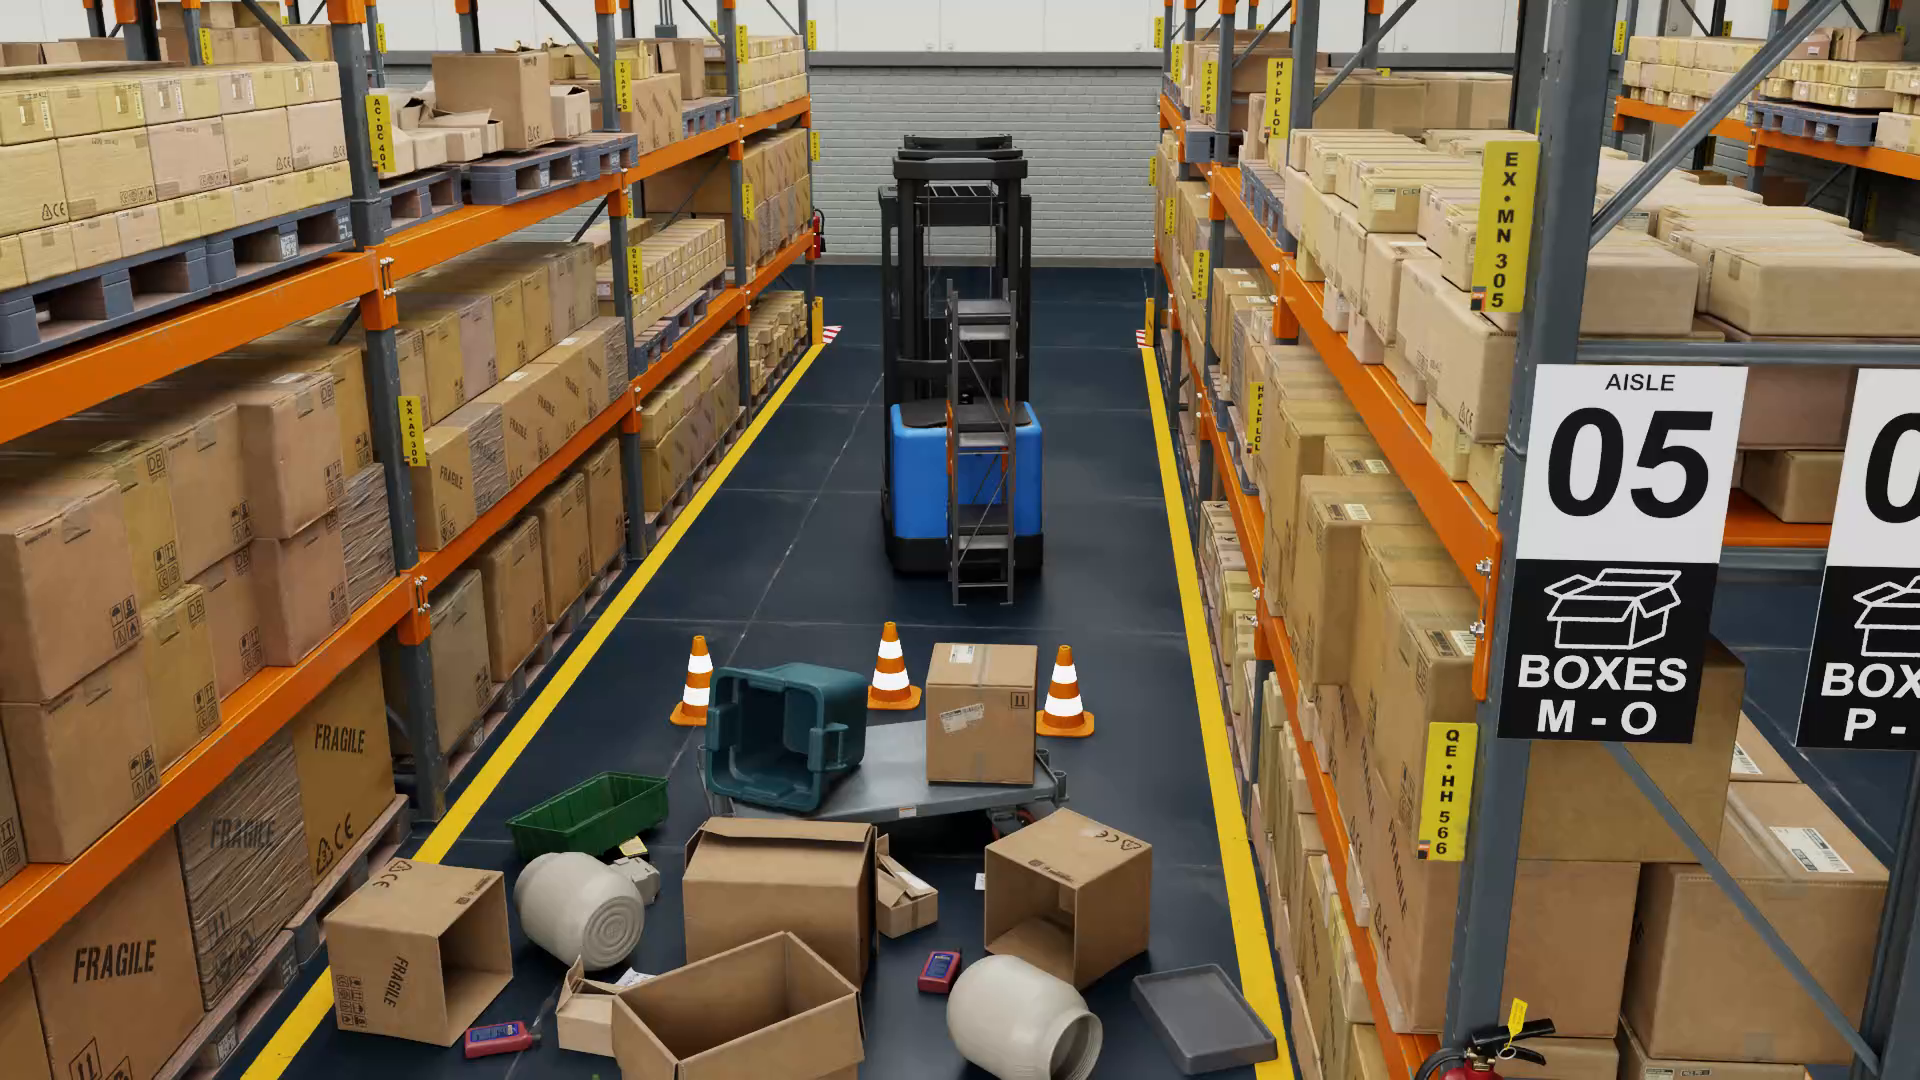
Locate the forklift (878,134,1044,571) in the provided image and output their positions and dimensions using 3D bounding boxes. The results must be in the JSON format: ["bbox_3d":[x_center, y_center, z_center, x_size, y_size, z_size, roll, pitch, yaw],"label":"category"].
[{"bbox_3d":[-0.046,-1.586,12.556,1.130,2.935,3.031,-1,18,-4],"label":"forklift"}]

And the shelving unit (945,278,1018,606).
[{"bbox_3d":[0.135,-0.639,11.000,0.431,2.100,0.503,-1,18,-4],"label":"shelving unit"}]

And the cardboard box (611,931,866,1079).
[{"bbox_3d":[-0.799,1.847,5.978,0.797,0.503,0.637,-13,22,-34],"label":"cardboard box"}]

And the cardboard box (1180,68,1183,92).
[{"bbox_3d":[2.076,-3.878,14.164,0.396,0.266,0.258,1,18,3],"label":"cardboard box"}]

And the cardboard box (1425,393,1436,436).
[{"bbox_3d":[1.385,-0.320,4.169,0.380,0.149,0.250,2,18,6],"label":"cardboard box"}]

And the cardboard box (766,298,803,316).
[{"bbox_3d":[-1.950,-2.583,18.437,0.380,0.149,0.250,1,18,3],"label":"cardboard box"}]

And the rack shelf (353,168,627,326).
[{"bbox_3d":[-2.914,-1.763,9.325,1.077,0.370,4.000,1,18,4],"label":"rack shelf"}]

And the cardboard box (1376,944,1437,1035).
[{"bbox_3d":[1.321,1.180,4.407,0.380,0.149,0.250,1,18,3],"label":"cardboard box"}]

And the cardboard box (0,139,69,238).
[{"bbox_3d":[-2.983,-1.017,4.822,0.500,0.250,0.500,1,18,3],"label":"cardboard box"}]

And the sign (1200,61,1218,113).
[{"bbox_3d":[1.621,-2.945,10.820,0.100,0.325,0.005,1,18,4],"label":"sign"}]

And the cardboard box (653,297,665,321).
[{"bbox_3d":[-2.481,-1.766,12.726,0.380,0.149,0.250,2,18,6],"label":"cardboard box"}]

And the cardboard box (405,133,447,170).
[{"bbox_3d":[-2.736,-1.928,8.242,0.250,0.149,0.380,1,18,4],"label":"cardboard box"}]

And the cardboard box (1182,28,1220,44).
[{"bbox_3d":[2.453,-4.804,16.453,0.500,0.500,0.500,2,18,5],"label":"cardboard box"}]

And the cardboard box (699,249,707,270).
[{"bbox_3d":[-2.369,-2.393,14.160,0.380,0.149,0.250,1,18,2],"label":"cardboard box"}]

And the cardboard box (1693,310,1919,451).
[{"bbox_3d":[1.902,-0.383,3.720,0.500,0.250,0.500,1,18,3],"label":"cardboard box"}]

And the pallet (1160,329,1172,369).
[{"bbox_3d":[2.768,-2.131,18.588,1.003,0.211,1.213,1,18,4],"label":"pallet"}]

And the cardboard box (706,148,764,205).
[{"bbox_3d":[-2.187,-3.503,16.053,0.500,0.500,0.500,1,18,2],"label":"cardboard box"}]

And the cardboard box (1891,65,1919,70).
[{"bbox_3d":[7.363,-3.553,12.722,0.380,0.149,0.250,1,18,4],"label":"cardboard box"}]

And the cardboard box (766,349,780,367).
[{"bbox_3d":[-2.085,-1.898,17.301,0.380,0.149,0.250,1,18,2],"label":"cardboard box"}]

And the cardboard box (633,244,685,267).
[{"bbox_3d":[-2.430,-2.289,13.364,0.380,0.149,0.250,1,18,3],"label":"cardboard box"}]

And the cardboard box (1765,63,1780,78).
[{"bbox_3d":[6.953,-3.966,13.983,0.380,0.149,0.250,2,18,6],"label":"cardboard box"}]

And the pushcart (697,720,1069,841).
[{"bbox_3d":[-0.391,1.231,8.059,1.648,0.377,0.936,-5,19,-15],"label":"pushcart"}]

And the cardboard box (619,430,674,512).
[{"bbox_3d":[-2.466,-0.527,12.553,0.500,0.500,0.500,1,18,2],"label":"cardboard box"}]

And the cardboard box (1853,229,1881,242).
[{"bbox_3d":[7.117,-2.295,13.776,0.700,0.500,0.500,1,18,5],"label":"cardboard box"}]

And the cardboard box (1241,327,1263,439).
[{"bbox_3d":[1.768,-0.831,8.828,0.500,0.500,0.500,2,18,6],"label":"cardboard box"}]

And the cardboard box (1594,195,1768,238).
[{"bbox_3d":[1.925,-0.838,4.469,0.380,0.149,0.250,1,18,4],"label":"cardboard box"}]

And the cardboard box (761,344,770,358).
[{"bbox_3d":[-2.163,-1.960,17.015,0.380,0.149,0.250,2,18,6],"label":"cardboard box"}]

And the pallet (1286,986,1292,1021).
[{"bbox_3d":[1.789,1.935,6.179,1.003,0.211,1.213,1,18,4],"label":"pallet"}]

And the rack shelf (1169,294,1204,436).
[{"bbox_3d":[2.317,-1.501,13.342,1.077,0.370,4.000,1,18,4],"label":"rack shelf"}]

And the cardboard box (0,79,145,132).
[{"bbox_3d":[-2.874,-1.398,5.343,0.380,0.149,0.250,2,18,5],"label":"cardboard box"}]

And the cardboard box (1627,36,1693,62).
[{"bbox_3d":[7.416,-5.198,17.611,0.500,0.250,0.500,1,18,3],"label":"cardboard box"}]

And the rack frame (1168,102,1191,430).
[{"bbox_3d":[2.460,-2.464,15.126,1.000,3.000,0.127,1,18,4],"label":"rack frame"}]

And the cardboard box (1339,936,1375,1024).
[{"bbox_3d":[1.357,1.335,5.026,0.380,0.149,0.250,2,18,6],"label":"cardboard box"}]

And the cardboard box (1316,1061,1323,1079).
[{"bbox_3d":[1.435,1.952,5.389,0.500,0.250,0.500,1,18,4],"label":"cardboard box"}]

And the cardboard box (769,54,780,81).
[{"bbox_3d":[-2.099,-4.754,16.735,0.500,0.250,0.500,0,18,2],"label":"cardboard box"}]

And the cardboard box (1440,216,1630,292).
[{"bbox_3d":[1.387,-0.693,4.025,0.380,0.149,0.250,1,18,3],"label":"cardboard box"}]

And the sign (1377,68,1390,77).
[{"bbox_3d":[2.715,-2.880,10.748,0.100,0.325,0.005,1,18,4],"label":"sign"}]

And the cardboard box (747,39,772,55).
[{"bbox_3d":[-2.074,-4.898,16.534,0.380,0.149,0.250,1,18,2],"label":"cardboard box"}]

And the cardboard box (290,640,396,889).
[{"bbox_3d":[-3.172,0.945,7.458,0.875,0.875,0.875,2,18,5],"label":"cardboard box"}]

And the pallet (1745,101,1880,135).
[{"bbox_3d":[7.295,-3.490,13.740,1.213,0.211,1.003,1,18,4],"label":"pallet"}]

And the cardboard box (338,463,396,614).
[{"bbox_3d":[-3.072,-0.015,7.410,0.875,0.550,0.550,1,18,4],"label":"cardboard box"}]

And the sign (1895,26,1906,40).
[{"bbox_3d":[7.965,-4.201,14.148,0.100,0.325,0.005,1,18,4],"label":"sign"}]

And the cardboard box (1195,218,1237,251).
[{"bbox_3d":[1.978,-2.070,12.158,0.500,0.500,0.500,2,18,5],"label":"cardboard box"}]

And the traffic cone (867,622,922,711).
[{"bbox_3d":[-0.397,0.697,9.552,0.336,0.463,0.334,1,18,4],"label":"traffic cone"}]

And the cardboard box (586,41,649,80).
[{"bbox_3d":[-2.430,-3.417,11.827,0.396,0.266,0.258,1,18,4],"label":"cardboard box"}]

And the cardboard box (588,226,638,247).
[{"bbox_3d":[-3.006,-2.628,14.399,0.380,0.149,0.250,1,18,4],"label":"cardboard box"}]

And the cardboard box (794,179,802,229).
[{"bbox_3d":[-2.015,-3.669,18.165,0.500,0.500,0.500,1,18,3],"label":"cardboard box"}]

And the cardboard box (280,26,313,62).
[{"bbox_3d":[-7.270,-5.151,17.513,0.700,0.500,0.500,0,18,0],"label":"cardboard box"}]

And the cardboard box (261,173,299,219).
[{"bbox_3d":[-2.800,-1.333,6.424,0.380,0.149,0.250,2,18,5],"label":"cardboard box"}]

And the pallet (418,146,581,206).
[{"bbox_3d":[-2.841,-2.088,9.464,1.003,0.211,1.213,2,18,6],"label":"pallet"}]

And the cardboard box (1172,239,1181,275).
[{"bbox_3d":[2.148,-2.500,14.673,0.500,0.250,0.500,1,18,2],"label":"cardboard box"}]

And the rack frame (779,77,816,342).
[{"bbox_3d":[-2.197,-3.785,19.158,1.000,3.000,0.127,1,18,4],"label":"rack frame"}]

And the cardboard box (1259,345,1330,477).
[{"bbox_3d":[1.639,-0.512,6.923,0.700,0.500,0.500,1,18,3],"label":"cardboard box"}]

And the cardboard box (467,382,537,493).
[{"bbox_3d":[-2.678,-0.575,9.201,0.500,0.500,0.500,1,18,4],"label":"cardboard box"}]

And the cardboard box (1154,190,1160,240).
[{"bbox_3d":[2.426,-3.611,18.466,0.500,0.500,0.500,1,18,3],"label":"cardboard box"}]

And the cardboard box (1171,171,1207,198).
[{"bbox_3d":[2.219,-3.139,15.420,0.500,0.500,0.500,1,18,3],"label":"cardboard box"}]

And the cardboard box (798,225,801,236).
[{"bbox_3d":[-1.994,-3.482,18.636,0.380,0.149,0.250,1,18,4],"label":"cardboard box"}]

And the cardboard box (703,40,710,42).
[{"bbox_3d":[-2.667,-4.830,16.326,0.380,0.149,0.250,1,18,4],"label":"cardboard box"}]

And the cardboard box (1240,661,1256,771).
[{"bbox_3d":[1.922,0.907,8.384,0.950,0.372,0.625,2,18,5],"label":"cardboard box"}]

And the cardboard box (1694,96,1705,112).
[{"bbox_3d":[7.274,-4.175,15.933,0.380,0.149,0.250,1,18,4],"label":"cardboard box"}]
